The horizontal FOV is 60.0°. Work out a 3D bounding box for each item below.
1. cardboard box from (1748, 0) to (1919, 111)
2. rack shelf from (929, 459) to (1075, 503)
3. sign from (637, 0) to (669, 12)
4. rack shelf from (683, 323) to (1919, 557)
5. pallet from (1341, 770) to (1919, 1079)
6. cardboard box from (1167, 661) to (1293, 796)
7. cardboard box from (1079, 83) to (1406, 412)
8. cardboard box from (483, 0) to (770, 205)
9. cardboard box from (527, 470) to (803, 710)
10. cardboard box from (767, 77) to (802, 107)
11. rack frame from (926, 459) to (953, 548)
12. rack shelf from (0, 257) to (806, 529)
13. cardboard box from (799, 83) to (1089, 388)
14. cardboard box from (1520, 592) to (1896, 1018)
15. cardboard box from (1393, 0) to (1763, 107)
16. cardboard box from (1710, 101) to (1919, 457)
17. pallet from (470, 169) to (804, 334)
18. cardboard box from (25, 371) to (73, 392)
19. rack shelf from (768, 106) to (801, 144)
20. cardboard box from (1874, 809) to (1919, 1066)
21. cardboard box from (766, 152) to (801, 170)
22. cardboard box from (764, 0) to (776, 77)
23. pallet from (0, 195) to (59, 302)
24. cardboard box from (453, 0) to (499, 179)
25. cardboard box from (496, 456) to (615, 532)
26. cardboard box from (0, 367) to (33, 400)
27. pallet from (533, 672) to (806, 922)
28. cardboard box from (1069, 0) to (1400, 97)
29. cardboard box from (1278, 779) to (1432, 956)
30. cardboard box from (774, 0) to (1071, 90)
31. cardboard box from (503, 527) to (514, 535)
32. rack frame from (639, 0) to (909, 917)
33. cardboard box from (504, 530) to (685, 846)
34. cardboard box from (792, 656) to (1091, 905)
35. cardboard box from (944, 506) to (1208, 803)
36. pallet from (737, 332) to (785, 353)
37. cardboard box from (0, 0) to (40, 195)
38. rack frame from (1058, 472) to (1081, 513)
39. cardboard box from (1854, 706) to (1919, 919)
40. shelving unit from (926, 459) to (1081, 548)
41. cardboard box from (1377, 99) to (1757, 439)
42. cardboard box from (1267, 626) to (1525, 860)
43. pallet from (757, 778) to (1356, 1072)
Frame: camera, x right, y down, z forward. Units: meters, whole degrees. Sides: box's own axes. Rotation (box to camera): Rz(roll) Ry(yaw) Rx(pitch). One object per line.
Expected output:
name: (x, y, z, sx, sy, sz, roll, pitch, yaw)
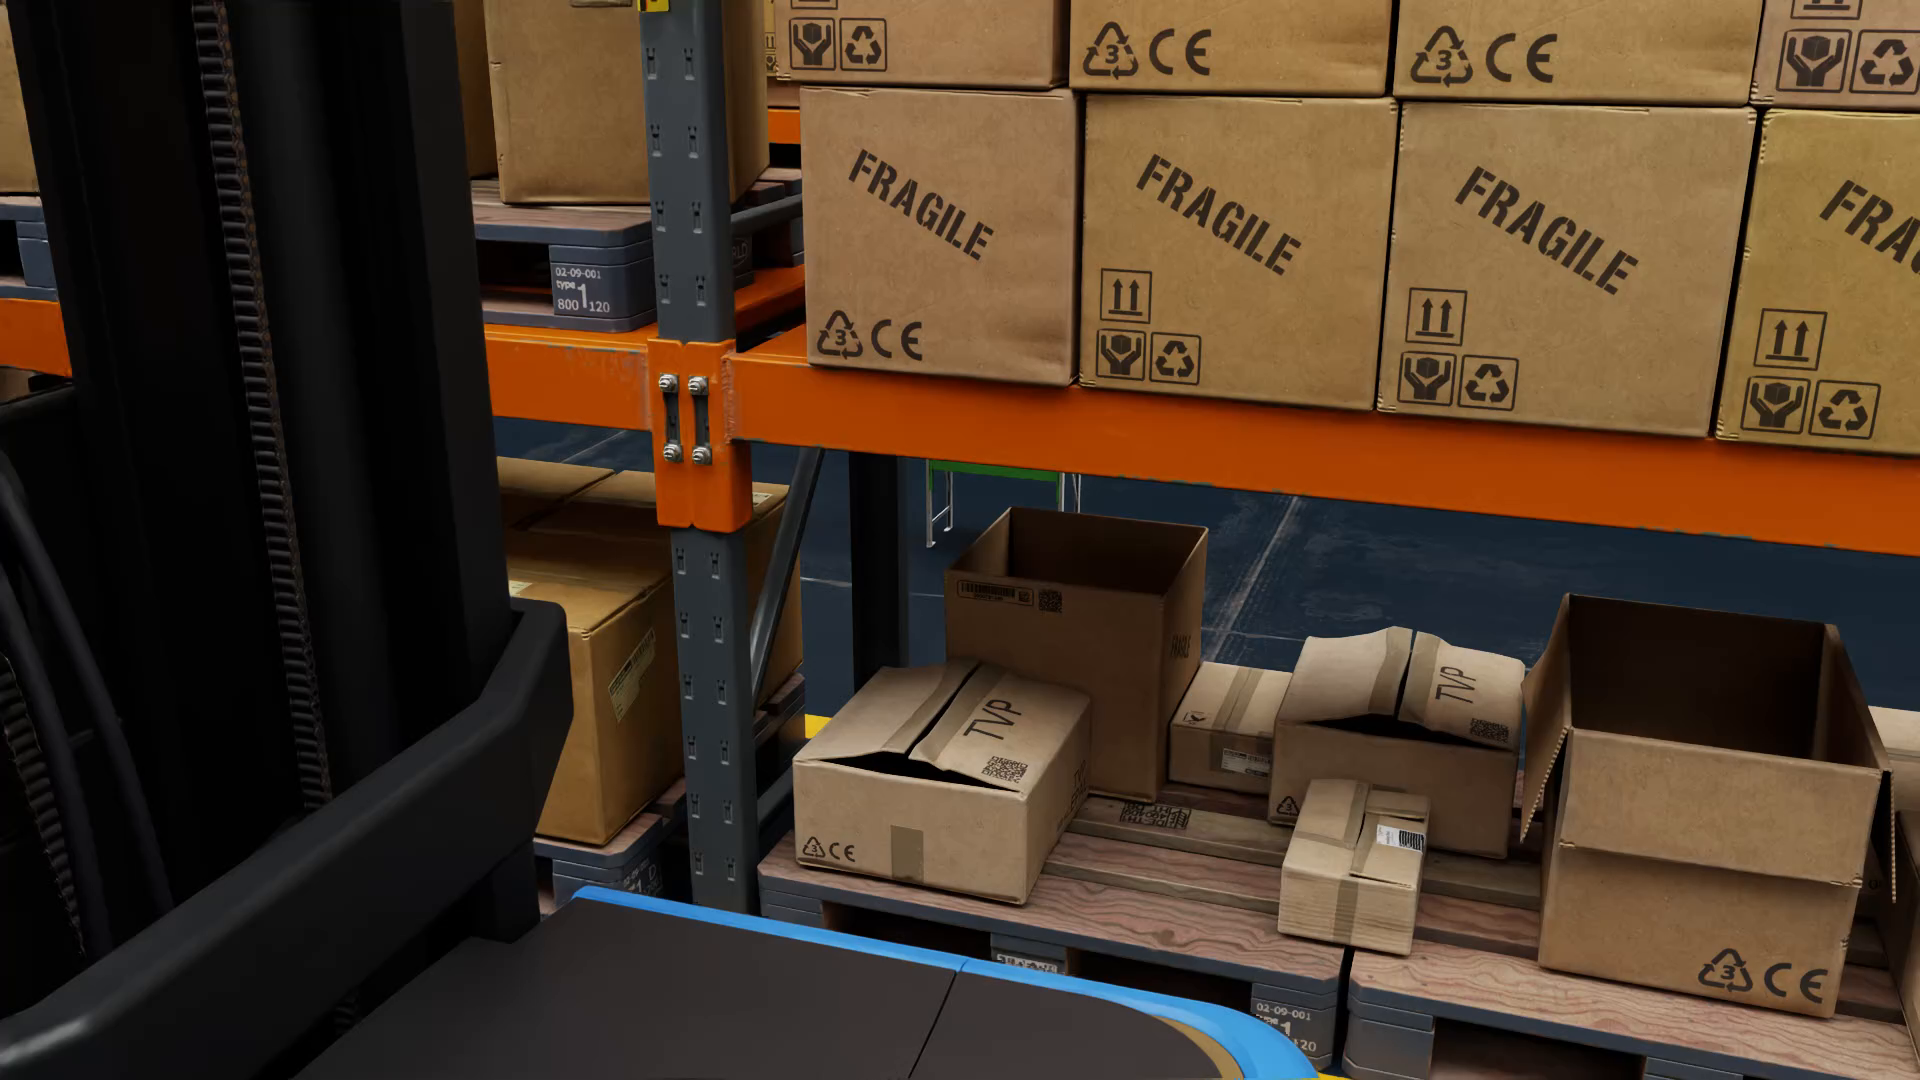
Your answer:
cardboard box: (1.462, -0.909, 2.455, 0.500, 0.500, 0.500, 7, 20, 20)
rack shelf: (0.156, -0.262, 5.927, 0.480, 0.148, 0.258, 7, 20, 18)
sign: (-0.530, -1.068, 2.825, 0.005, 0.325, 0.100, 7, 20, 18)
rack shelf: (1.538, -0.139, 3.010, 4.000, 0.370, 1.077, 7, 20, 18)
pallet: (1.453, 0.828, 3.381, 1.213, 0.211, 1.003, 7, 20, 18)
cardboard box: (0.654, 0.439, 3.922, 0.250, 0.149, 0.380, 7, 20, 18)
cardboard box: (0.525, -0.548, 2.939, 0.500, 0.500, 0.500, 7, 20, 19)
cardboard box: (-0.726, -1.061, 3.773, 0.500, 0.500, 0.700, 0, 19, 0)
cardboard box: (-0.729, 0.150, 4.218, 0.500, 0.500, 0.500, 6, 20, 16)
cardboard box: (-0.820, -2.288, 8.435, 0.250, 0.149, 0.380, 7, 20, 18)
rack frame: (-0.074, -0.575, 5.903, 0.015, 1.200, 0.240, 7, 20, 18)
rack shelf: (-2.241, -0.571, 4.250, 4.000, 0.370, 1.077, 7, 20, 18)
cardboard box: (0.040, -0.602, 3.094, 0.500, 0.500, 0.500, 7, 20, 19)
cardboard box: (1.425, 0.478, 3.273, 0.637, 0.503, 0.797, 7, 20, 18)
cardboard box: (0.974, -0.964, 2.615, 0.500, 0.500, 0.500, 6, 20, 16)
cardboard box: (1.478, -0.439, 2.625, 0.500, 0.500, 0.500, 6, 20, 17)
pallet: (-1.071, -0.724, 3.888, 1.213, 0.211, 1.003, 7, 20, 18)
cardboard box: (-2.147, -0.366, 4.560, 0.500, 0.250, 0.500, 6, 20, 17)
rack shelf: (-0.619, -2.112, 8.670, 4.000, 0.370, 1.077, 7, 20, 18)
cardboard box: (1.945, 0.734, 2.922, 0.500, 0.250, 0.500, 7, 20, 18)
cardboard box: (-1.031, -1.634, 8.834, 0.750, 0.750, 0.750, 6, 20, 18)
cardboard box: (-0.679, -2.565, 8.244, 0.500, 0.500, 0.500, 7, 20, 20)
pallet: (-2.292, -0.827, 4.184, 1.213, 0.211, 1.003, 7, 20, 18)
cardboard box: (-1.396, -1.115, 3.929, 0.500, 0.500, 0.700, 10, 22, 27)
cardboard box: (-1.236, 0.096, 4.373, 0.500, 0.500, 0.500, 7, 20, 19)
cardboard box: (-3.115, -0.475, 4.873, 0.500, 0.250, 0.500, 7, 21, 20)
pallet: (-1.132, 0.546, 4.189, 1.213, 0.211, 1.003, 7, 20, 18)
cardboard box: (0.489, -1.020, 2.774, 0.500, 0.500, 0.500, 6, 20, 16)
cardboard box: (0.794, 0.638, 3.324, 0.250, 0.166, 0.380, 7, 20, 18)
cardboard box: (0.001, -1.076, 2.934, 0.500, 0.500, 0.500, 7, 20, 19)
cardboard box: (-1.376, 0.258, 3.909, 0.500, 0.500, 0.500, 7, 20, 18)
rack frame: (-0.352, -0.695, 3.512, 0.127, 3.000, 1.000, 7, 20, 18)
cardboard box: (-0.912, 0.314, 3.748, 0.500, 0.500, 0.500, 6, 20, 18)
cardboard box: (-0.026, 0.480, 3.559, 0.500, 0.311, 0.500, 7, 20, 18)
cardboard box: (0.280, 0.251, 3.927, 0.500, 0.500, 0.500, 7, 20, 18)
pallet: (-0.639, -1.110, 8.939, 1.213, 0.211, 1.003, 7, 20, 18)
cardboard box: (-2.041, -1.112, 3.919, 0.500, 0.500, 0.700, 1, 19, 4)
rack frame: (0.387, -0.522, 5.752, 0.015, 1.200, 0.240, 7, 20, 18)
cardboard box: (2.062, 0.573, 3.384, 0.500, 0.250, 0.500, 7, 20, 18)
shelving unit: (0.156, -0.549, 5.827, 0.503, 1.200, 0.258, 7, 20, 18)
cardboard box: (0.997, -0.493, 2.782, 0.500, 0.500, 0.500, 6, 20, 18)
cardboard box: (0.988, 0.422, 3.726, 0.500, 0.311, 0.500, 7, 20, 18)
pallet: (0.297, 0.697, 3.757, 1.213, 0.211, 1.003, 7, 20, 18)
